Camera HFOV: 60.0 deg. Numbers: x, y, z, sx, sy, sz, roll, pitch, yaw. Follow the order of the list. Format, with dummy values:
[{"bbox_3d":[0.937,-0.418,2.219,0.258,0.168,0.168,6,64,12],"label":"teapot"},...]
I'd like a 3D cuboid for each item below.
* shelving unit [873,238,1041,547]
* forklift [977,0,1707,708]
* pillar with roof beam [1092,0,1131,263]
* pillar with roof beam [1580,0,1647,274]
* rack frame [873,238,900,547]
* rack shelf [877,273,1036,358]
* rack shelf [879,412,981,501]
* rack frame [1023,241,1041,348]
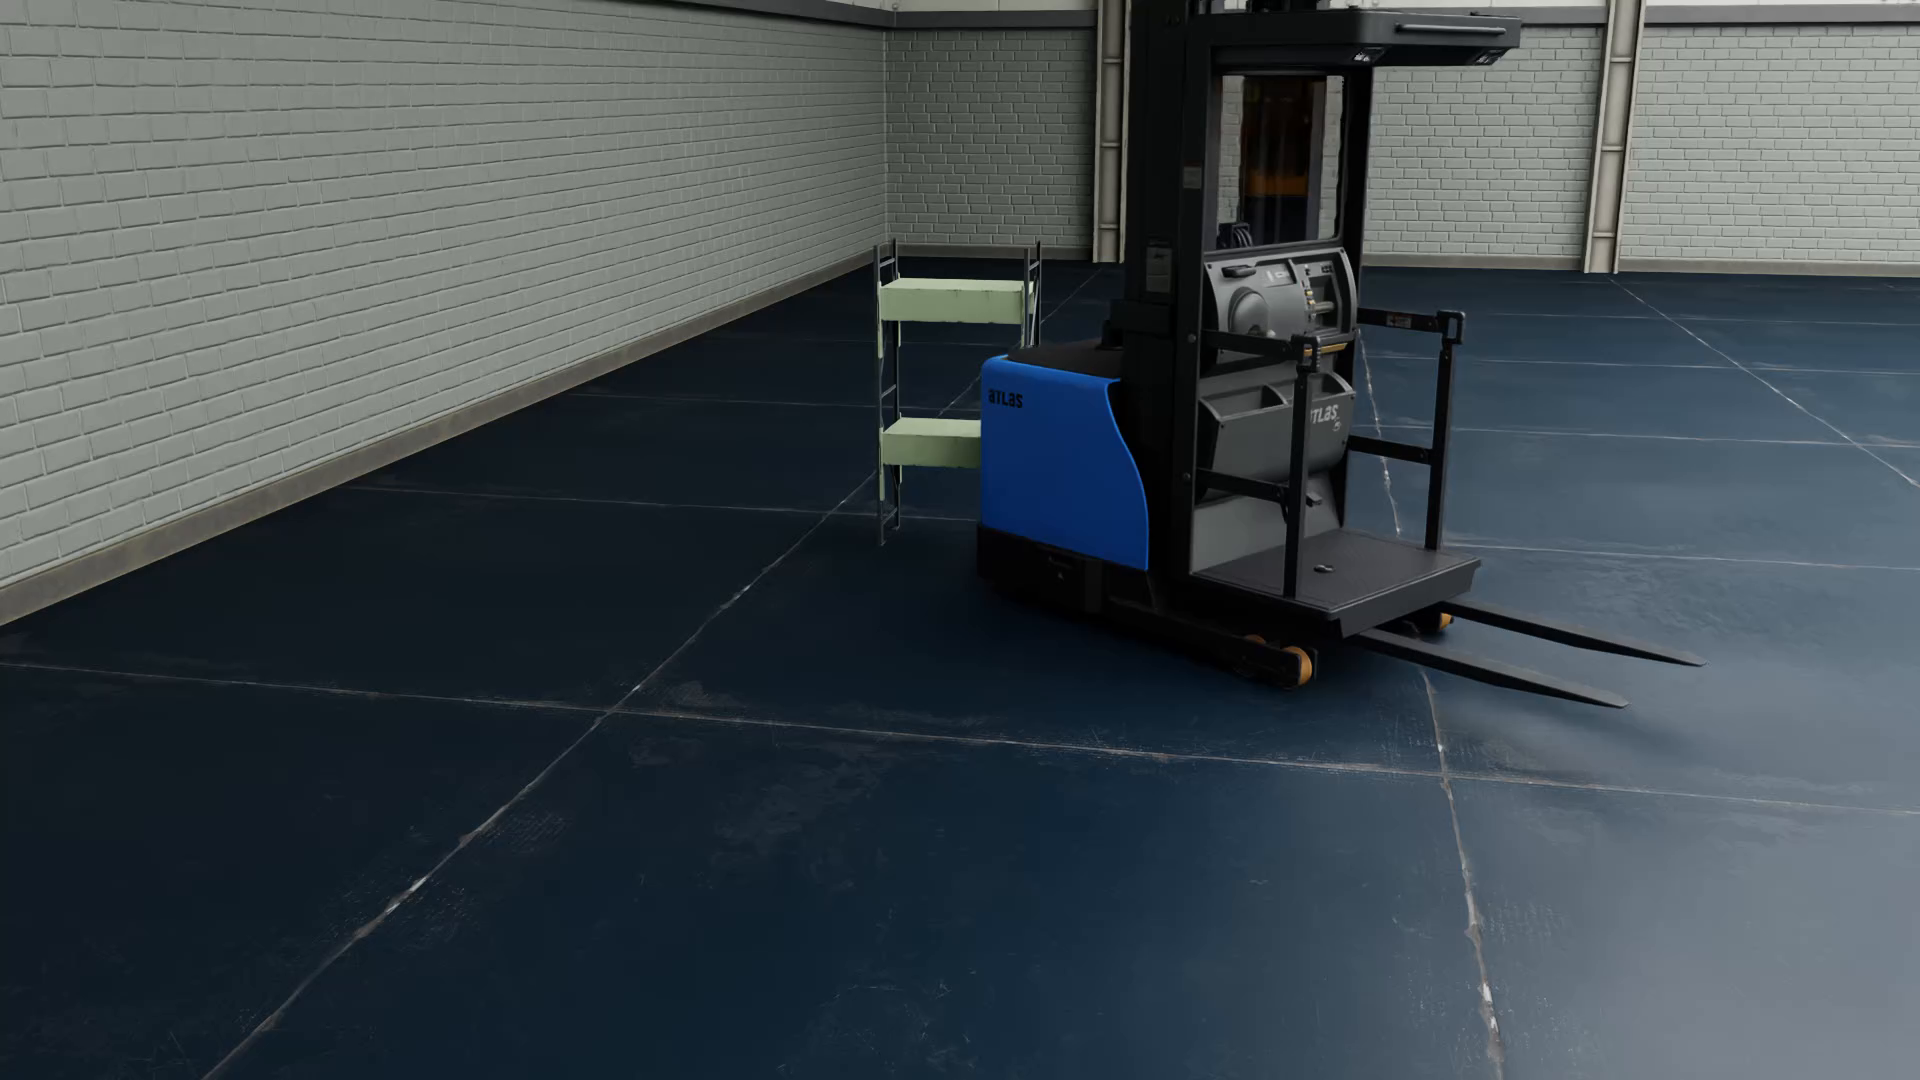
[{"bbox_3d":[-0.007,-0.723,8.293,0.755,1.500,0.431,3,16,11],"label":"shelving unit"},{"bbox_3d":[1.449,-0.990,6.574,1.130,2.935,3.031,-14,21,-41],"label":"forklift"},{"bbox_3d":[1.068,-6.807,16.208,0.400,9.000,9.100,3,16,11],"label":"pillar with roof beam"},{"bbox_3d":[6.948,-6.488,15.055,0.400,9.000,9.100,3,16,11],"label":"pillar with roof beam"},{"bbox_3d":[-0.365,-0.743,8.363,0.023,1.500,0.400,3,16,11],"label":"rack frame"},{"bbox_3d":[-0.007,-1.099,8.189,0.720,0.370,0.431,3,16,11],"label":"rack shelf"},{"bbox_3d":[-0.007,-0.409,8.380,0.720,0.370,0.431,3,16,11],"label":"rack shelf"},{"bbox_3d":[0.352,-0.704,8.223,0.023,1.500,0.400,3,16,11],"label":"rack frame"}]
